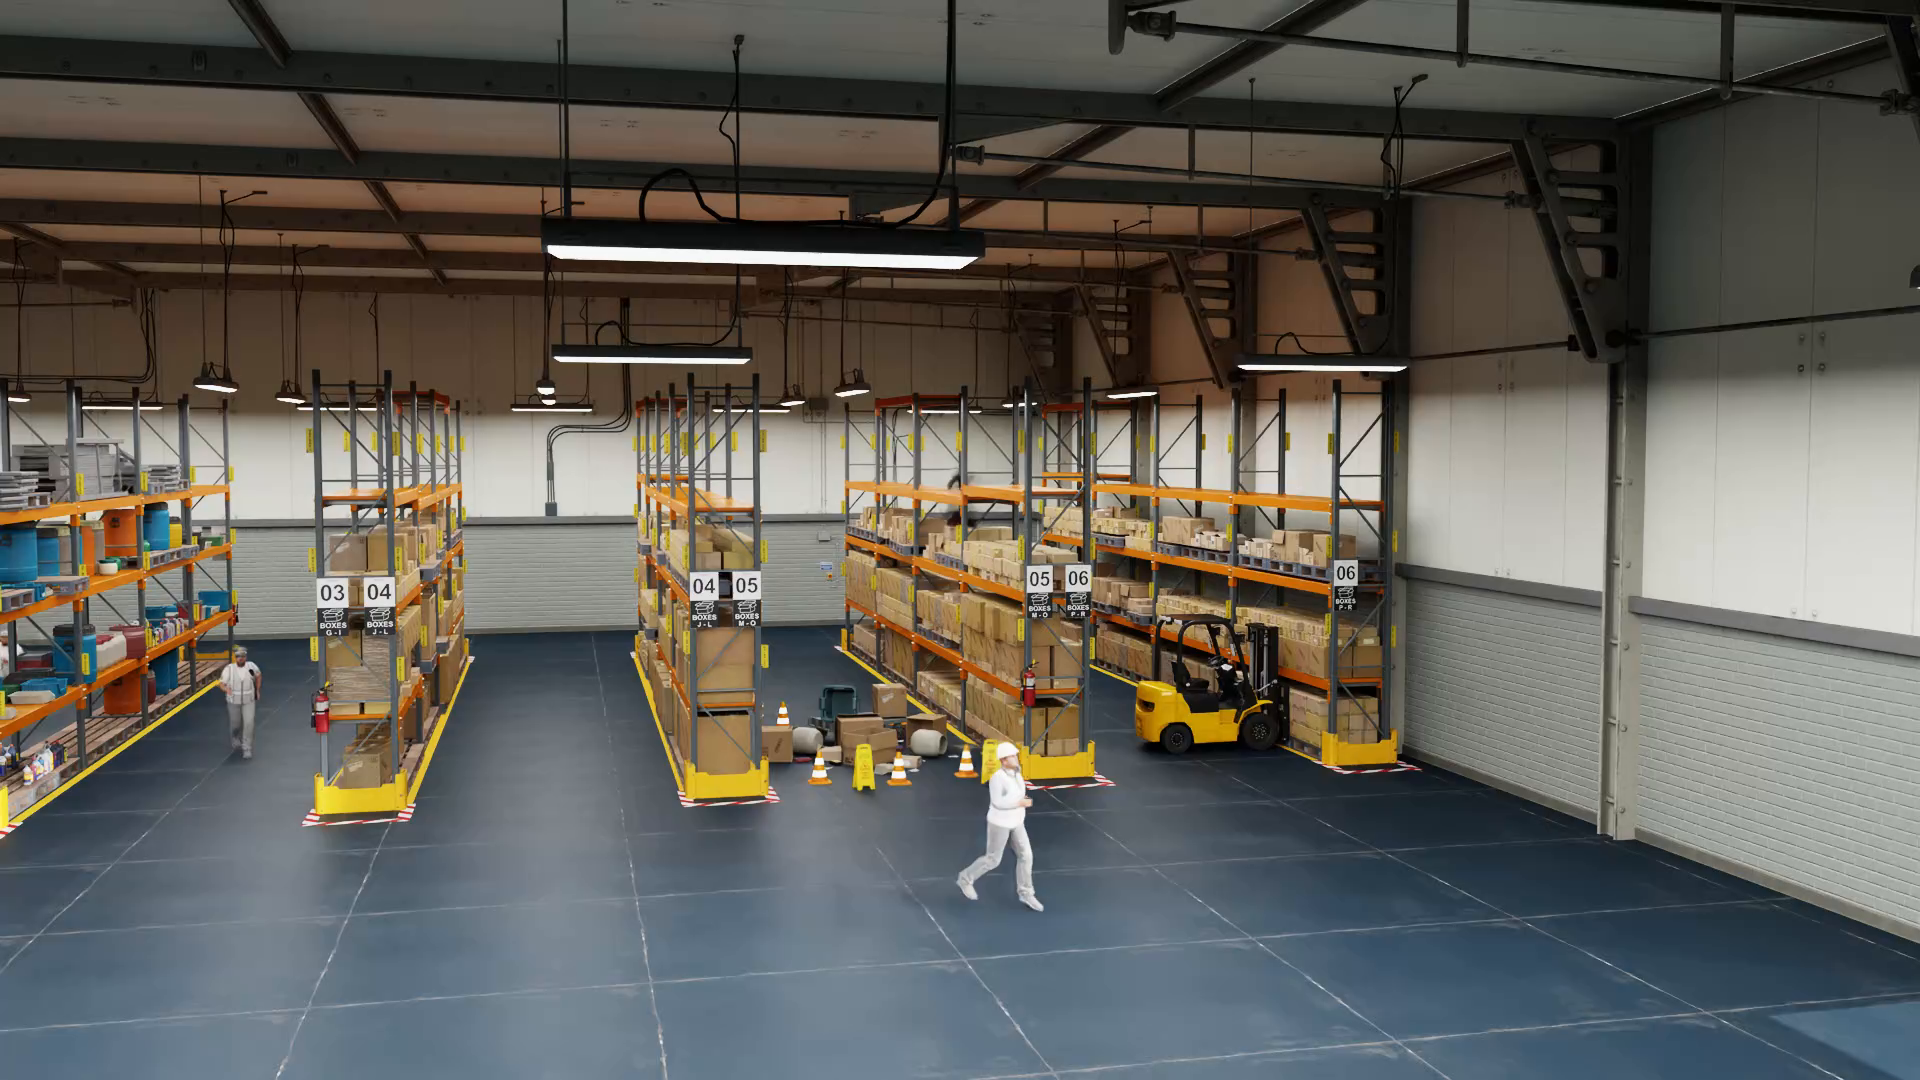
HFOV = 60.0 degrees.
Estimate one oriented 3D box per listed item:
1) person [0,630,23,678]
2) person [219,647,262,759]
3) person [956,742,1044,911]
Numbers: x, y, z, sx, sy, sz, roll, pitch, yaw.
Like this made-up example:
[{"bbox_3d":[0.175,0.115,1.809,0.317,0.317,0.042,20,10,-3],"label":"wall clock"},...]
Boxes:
[{"bbox_3d":[-17.011,2.446,29.706,0.580,1.710,0.855,-1,3,-17],"label":"person"},{"bbox_3d":[-11.554,2.577,26.733,0.647,1.768,0.943,-2,4,-28],"label":"person"},{"bbox_3d":[0.452,3.076,17.982,0.954,1.806,0.665,2,4,31],"label":"person"}]
